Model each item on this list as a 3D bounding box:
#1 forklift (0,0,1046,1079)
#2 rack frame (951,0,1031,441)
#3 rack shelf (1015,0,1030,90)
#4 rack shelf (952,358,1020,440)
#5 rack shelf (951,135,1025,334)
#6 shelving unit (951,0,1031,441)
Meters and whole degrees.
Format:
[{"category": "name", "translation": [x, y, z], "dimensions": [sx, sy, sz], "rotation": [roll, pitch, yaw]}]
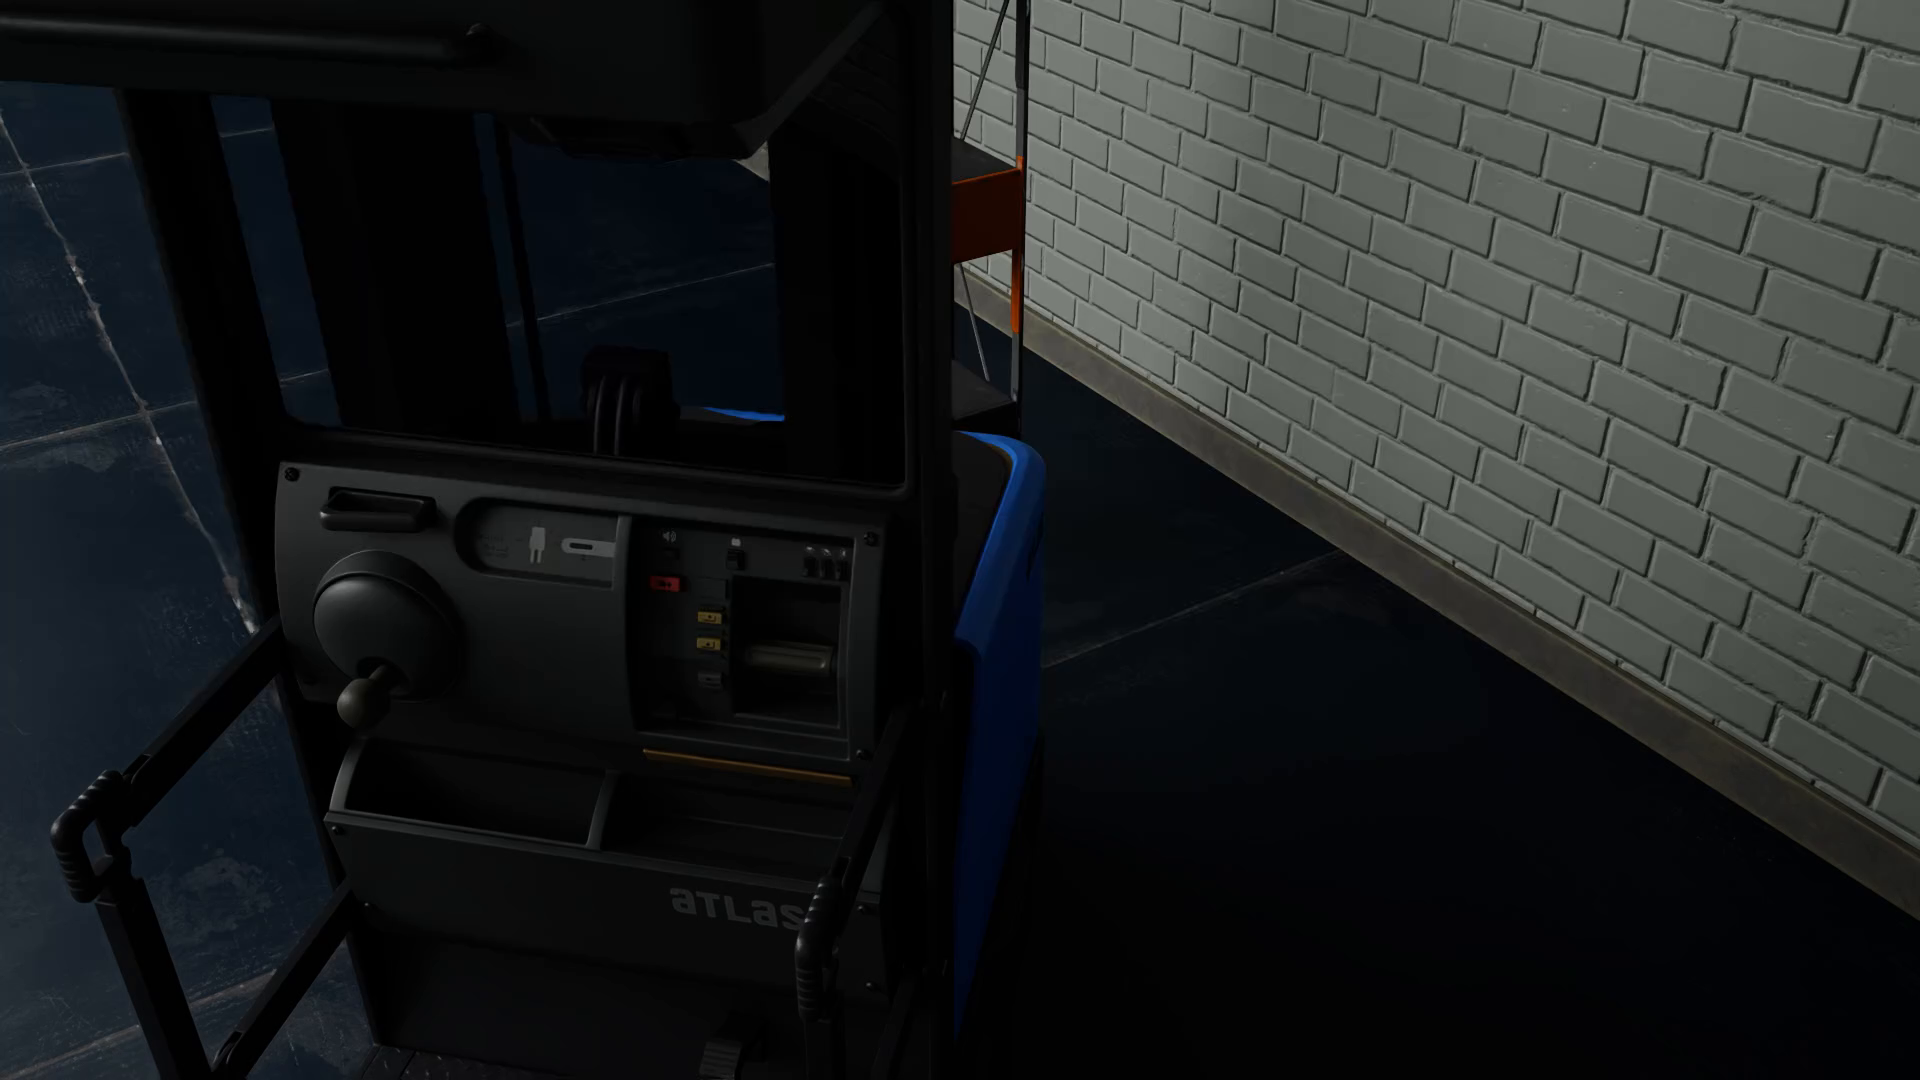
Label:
[{"category": "forklift", "translation": [-0.602, 0.164, 2.243], "dimensions": [1.130, 2.935, 3.031], "rotation": [6, 33, 10]}, {"category": "rack frame", "translation": [0.066, -0.911, 4.726], "dimensions": [0.015, 2.100, 0.400], "rotation": [-19, 37, -27]}, {"category": "rack shelf", "translation": [-0.139, -1.421, 4.248], "dimensions": [0.480, 0.518, 0.431], "rotation": [-19, 37, -27]}, {"category": "rack shelf", "translation": [-0.139, -0.237, 4.995], "dimensions": [0.480, 0.518, 0.431], "rotation": [-19, 37, -27]}, {"category": "rack shelf", "translation": [-0.139, -0.829, 4.621], "dimensions": [0.480, 0.518, 0.431], "rotation": [-19, 37, -27]}, {"category": "shelving unit", "translation": [-0.139, -0.840, 4.614], "dimensions": [0.503, 2.100, 0.431], "rotation": [-19, 37, -27]}]
